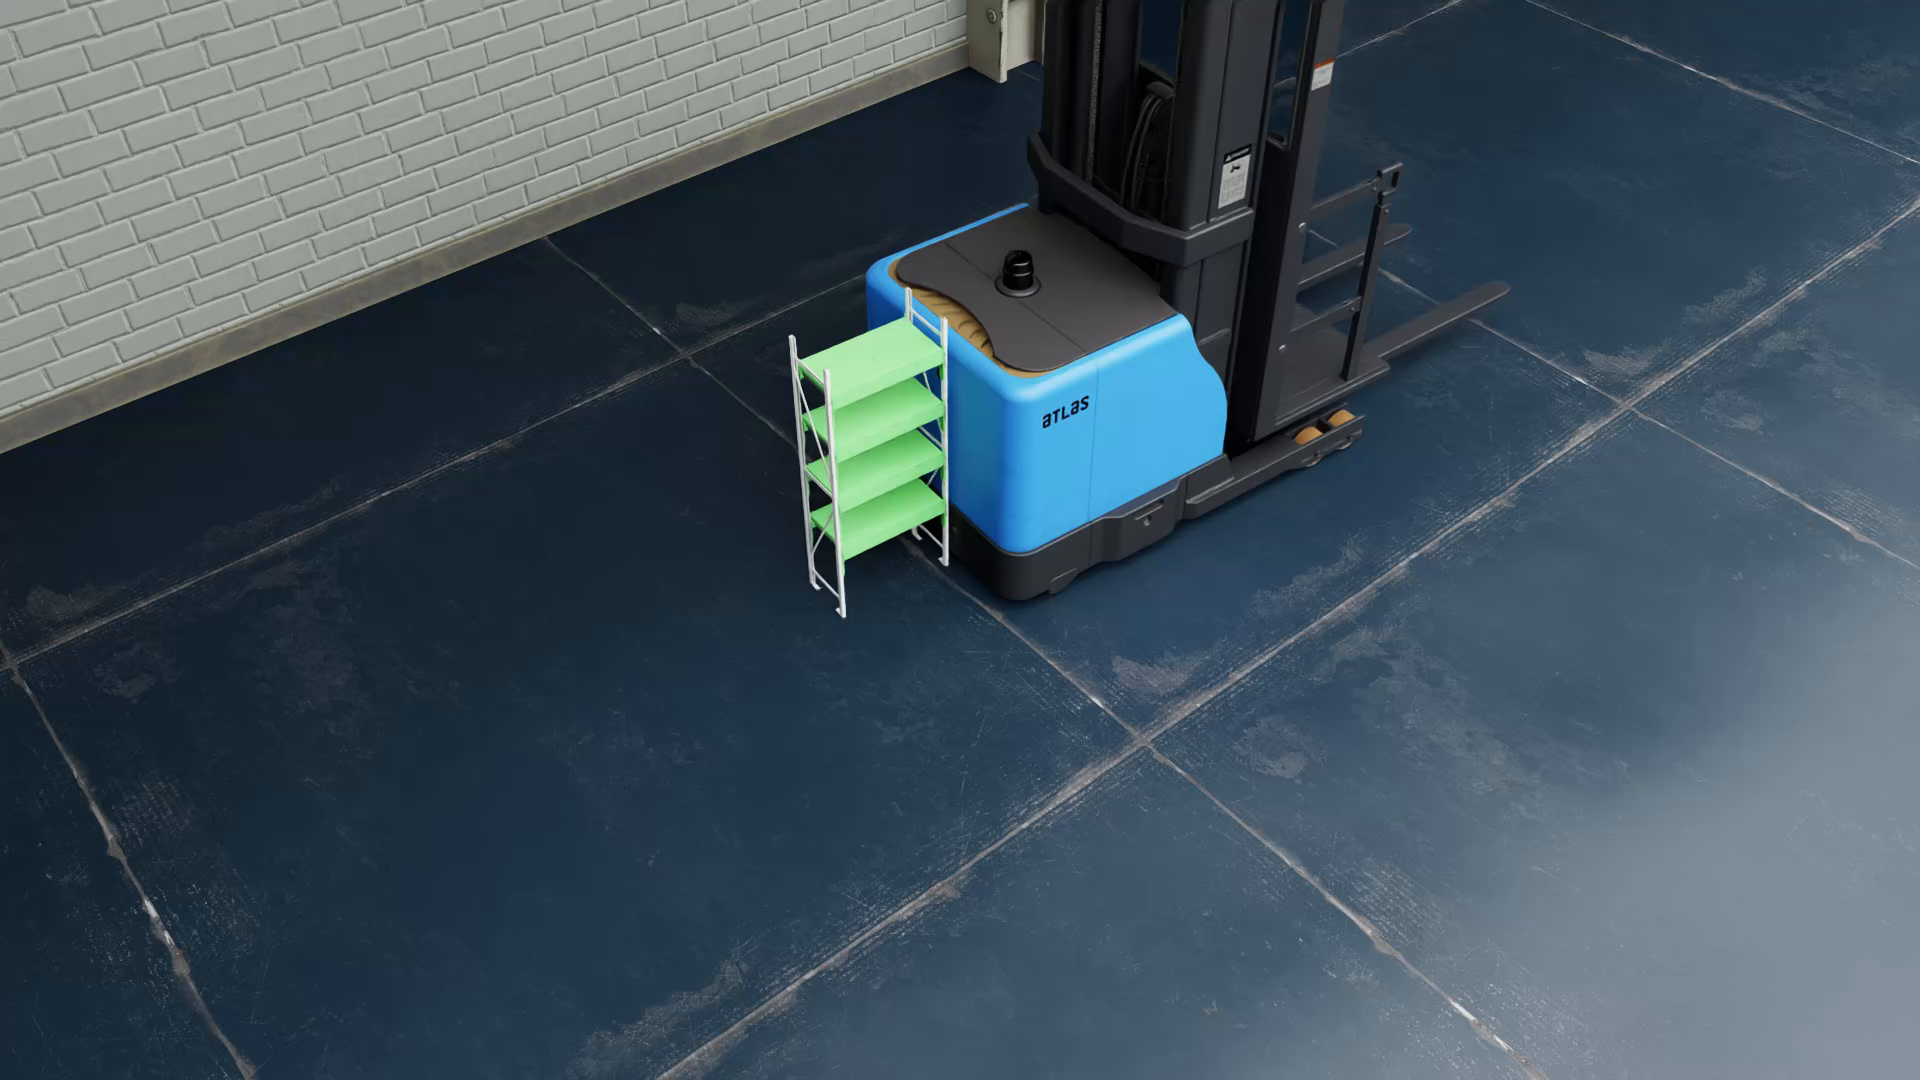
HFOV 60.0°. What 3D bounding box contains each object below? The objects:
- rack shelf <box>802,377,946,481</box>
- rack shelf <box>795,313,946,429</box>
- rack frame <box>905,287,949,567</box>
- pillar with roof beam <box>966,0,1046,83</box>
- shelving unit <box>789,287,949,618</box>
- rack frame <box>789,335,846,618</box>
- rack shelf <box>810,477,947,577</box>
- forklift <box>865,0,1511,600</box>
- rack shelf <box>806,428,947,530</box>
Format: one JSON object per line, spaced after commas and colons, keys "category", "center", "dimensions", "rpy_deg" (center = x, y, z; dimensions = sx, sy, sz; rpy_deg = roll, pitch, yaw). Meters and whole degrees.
{"category": "rack shelf", "center": [-0.319, -0.430, 6.074], "dimensions": [0.480, 0.148, 0.258], "rpy_deg": [-26, 49, -25]}
{"category": "rack shelf", "center": [-0.319, -0.605, 5.910], "dimensions": [0.480, 0.148, 0.258], "rpy_deg": [-26, 49, -25]}
{"category": "rack frame", "center": [-0.121, -0.399, 6.299], "dimensions": [0.015, 1.200, 0.240], "rpy_deg": [-26, 49, -25]}
{"category": "pillar with roof beam", "center": [3.044, -3.808, 4.231], "dimensions": [0.400, 9.000, 9.100], "rpy_deg": [-30, 51, -28]}
{"category": "shelving unit", "center": [-0.319, -0.301, 6.195], "dimensions": [0.503, 1.200, 0.258], "rpy_deg": [-26, 49, -25]}
{"category": "rack frame", "center": [-0.517, -0.204, 6.091], "dimensions": [0.015, 1.200, 0.240], "rpy_deg": [-26, 49, -25]}
{"category": "rack shelf", "center": [-0.319, -0.080, 6.403], "dimensions": [0.480, 0.148, 0.258], "rpy_deg": [-26, 49, -25]}
{"category": "forklift", "center": [1.119, -1.651, 6.367], "dimensions": [3.031, 2.935, 1.130], "rpy_deg": [-26, 49, -25]}
{"category": "rack shelf", "center": [-0.319, -0.255, 6.238], "dimensions": [0.480, 0.148, 0.258], "rpy_deg": [-26, 49, -25]}
